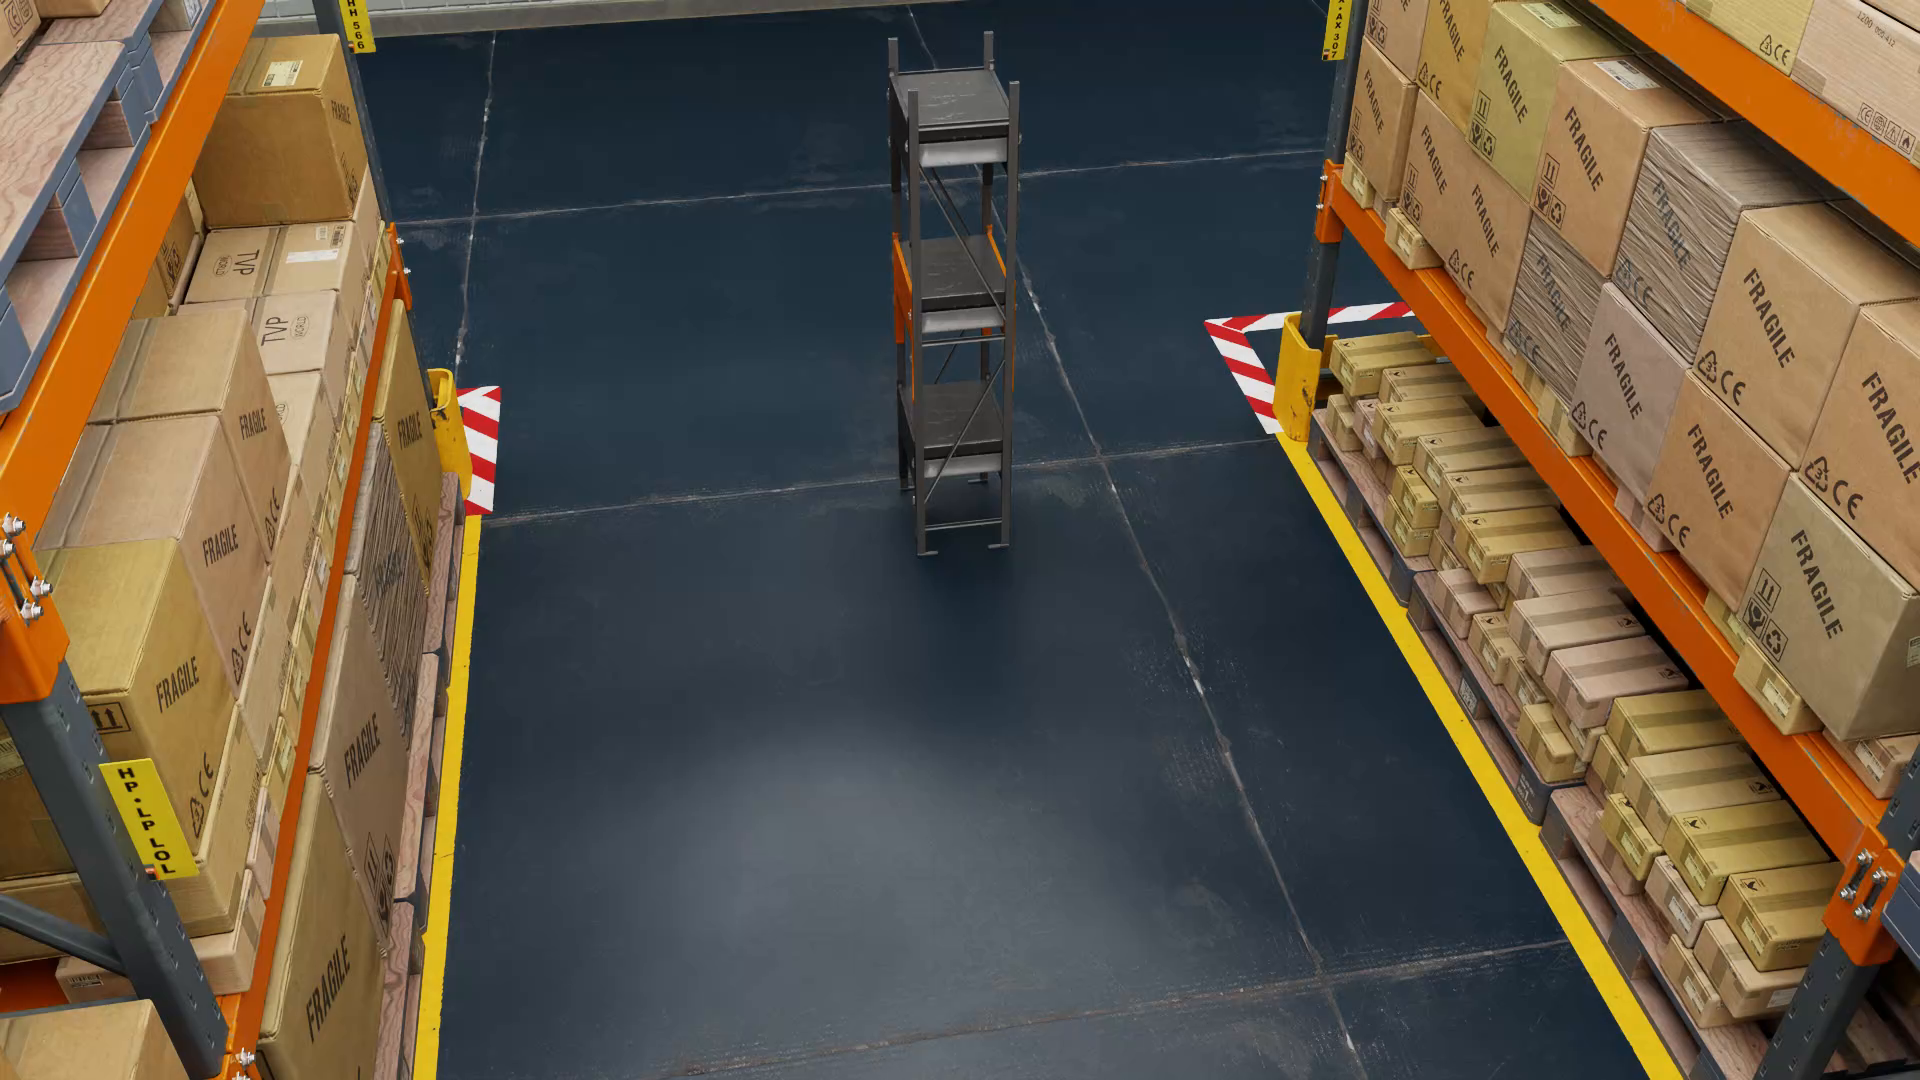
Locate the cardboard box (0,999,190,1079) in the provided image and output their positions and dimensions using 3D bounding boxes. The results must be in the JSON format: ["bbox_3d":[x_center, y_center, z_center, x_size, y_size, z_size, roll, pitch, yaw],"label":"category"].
[{"bbox_3d":[-1.754,1.250,3.115,0.500,0.500,0.500,-6,38,-8],"label":"cardboard box"}]

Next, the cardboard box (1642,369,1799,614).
[{"bbox_3d":[2.343,-0.169,4.698,0.500,0.500,0.500,-7,38,-9],"label":"cardboard box"}]

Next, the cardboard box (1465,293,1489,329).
[{"bbox_3d":[2.113,-0.896,6.164,0.380,0.149,0.250,-7,38,-8],"label":"cardboard box"}]

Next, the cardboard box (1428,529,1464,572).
[{"bbox_3d":[2.124,0.067,6.700,0.380,0.149,0.250,-6,38,-8],"label":"cardboard box"}]

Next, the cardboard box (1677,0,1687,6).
[{"bbox_3d":[2.193,-1.738,4.719,0.500,0.250,0.500,-6,38,-8],"label":"cardboard box"}]

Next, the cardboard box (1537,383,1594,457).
[{"bbox_3d":[2.171,-0.421,5.552,0.380,0.149,0.250,-6,38,-7],"label":"cardboard box"}]

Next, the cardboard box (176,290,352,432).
[{"bbox_3d":[-2.282,-0.560,5.406,0.500,0.250,0.500,-7,38,-9],"label":"cardboard box"}]

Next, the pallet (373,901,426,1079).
[{"bbox_3d":[-2.161,1.670,4.929,1.003,0.211,1.213,-6,38,-8],"label":"pallet"}]

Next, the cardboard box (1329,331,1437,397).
[{"bbox_3d":[1.852,-0.774,7.298,0.380,0.149,0.250,-8,39,-10],"label":"cardboard box"}]

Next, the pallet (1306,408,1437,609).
[{"bbox_3d":[2.216,-0.211,7.349,1.003,0.211,1.213,-6,38,-8],"label":"pallet"}]

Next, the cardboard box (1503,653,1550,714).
[{"bbox_3d":[2.231,0.534,6.100,0.380,0.149,0.250,-6,38,-7],"label":"cardboard box"}]

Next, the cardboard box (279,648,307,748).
[{"bbox_3d":[-1.970,0.445,4.438,0.380,0.149,0.250,-7,38,-9],"label":"cardboard box"}]

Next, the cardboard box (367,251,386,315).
[{"bbox_3d":[-2.372,-0.944,6.225,0.380,0.149,0.250,-6,38,-7],"label":"cardboard box"}]

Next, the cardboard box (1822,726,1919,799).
[{"bbox_3d":[2.516,0.516,4.346,0.380,0.149,0.250,-7,38,-8],"label":"cardboard box"}]

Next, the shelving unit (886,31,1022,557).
[{"bbox_3d":[-0.029,-0.929,6.735,0.431,2.100,0.503,-6,38,-8],"label":"shelving unit"}]

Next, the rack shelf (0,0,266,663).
[{"bbox_3d":[-2.455,-1.072,4.327,1.077,0.370,4.000,-6,38,-8],"label":"rack shelf"}]

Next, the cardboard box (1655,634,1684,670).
[{"bbox_3d":[2.785,0.375,6.061,0.380,0.149,0.250,-7,38,-8],"label":"cardboard box"}]

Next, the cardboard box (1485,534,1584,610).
[{"bbox_3d":[2.223,0.120,6.389,0.380,0.149,0.250,-4,38,-6],"label":"cardboard box"}]

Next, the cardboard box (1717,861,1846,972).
[{"bbox_3d":[2.478,1.102,4.883,0.380,0.149,0.250,-5,38,-7],"label":"cardboard box"}]

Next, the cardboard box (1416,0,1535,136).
[{"bbox_3d":[2.007,-1.800,5.983,0.500,0.500,0.500,-5,38,-7],"label":"cardboard box"}]

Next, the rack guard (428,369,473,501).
[{"bbox_3d":[-2.810,-0.407,7.367,1.175,0.500,0.348,-6,38,-8],"label":"rack guard"}]

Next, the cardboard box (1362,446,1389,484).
[{"bbox_3d":[1.998,-0.392,7.291,0.380,0.149,0.250,-6,38,-8],"label":"cardboard box"}]

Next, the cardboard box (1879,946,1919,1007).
[{"bbox_3d":[3.049,1.269,5.153,0.380,0.149,0.250,-8,39,-10],"label":"cardboard box"}]

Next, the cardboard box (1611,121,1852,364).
[{"bbox_3d":[2.276,-0.865,4.780,0.500,0.500,0.500,-5,38,-7],"label":"cardboard box"}]

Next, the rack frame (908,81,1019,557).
[{"bbox_3d":[0.014,-0.782,6.545,0.400,2.100,0.015,-6,38,-8],"label":"rack frame"}]

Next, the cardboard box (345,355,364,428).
[{"bbox_3d":[-2.239,-0.484,5.633,0.380,0.149,0.250,-7,38,-9],"label":"cardboard box"}]

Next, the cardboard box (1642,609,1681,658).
[{"bbox_3d":[2.696,0.265,5.961,0.380,0.149,0.250,-8,39,-10],"label":"cardboard box"}]

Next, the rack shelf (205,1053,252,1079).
[{"bbox_3d":[-1.754,2.528,2.137,1.077,0.370,4.000,-6,38,-8],"label":"rack shelf"}]

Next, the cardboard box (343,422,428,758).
[{"bbox_3d":[-2.455,0.221,5.910,0.875,0.875,0.875,-6,38,-8],"label":"cardboard box"}]

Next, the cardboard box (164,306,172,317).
[{"bbox_3d":[-2.805,-0.502,5.331,0.500,0.250,0.500,-7,38,-9],"label":"cardboard box"}]

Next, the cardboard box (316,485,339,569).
[{"bbox_3d":[-2.104,-0.020,5.036,0.380,0.149,0.250,-7,38,-9],"label":"cardboard box"}]

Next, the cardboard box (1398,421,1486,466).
[{"bbox_3d":[2.057,-0.356,7.002,0.380,0.149,0.250,-6,38,-7],"label":"cardboard box"}]

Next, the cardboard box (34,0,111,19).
[{"bbox_3d":[-2.343,-1.516,3.806,0.700,0.500,0.500,-5,38,-6],"label":"cardboard box"}]

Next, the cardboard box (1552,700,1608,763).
[{"bbox_3d":[2.293,0.614,5.753,0.380,0.149,0.250,-5,38,-7],"label":"cardboard box"}]

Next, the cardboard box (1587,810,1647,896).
[{"bbox_3d":[2.319,1.005,5.493,0.380,0.149,0.250,-7,38,-9],"label":"cardboard box"}]

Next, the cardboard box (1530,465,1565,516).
[{"bbox_3d":[2.507,-0.235,6.846,0.380,0.149,0.250,-7,38,-8],"label":"cardboard box"}]

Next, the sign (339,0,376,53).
[{"bbox_3d":[-2.269,-1.981,6.218,0.100,0.325,0.005,-6,38,-8],"label":"sign"}]

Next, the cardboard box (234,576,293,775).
[{"bbox_3d":[-2.011,0.365,4.215,0.500,0.250,0.500,-6,38,-8],"label":"cardboard box"}]

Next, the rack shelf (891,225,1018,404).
[{"bbox_3d":[-0.029,-0.918,6.743,0.431,0.518,0.480,-6,38,-8],"label":"rack shelf"}]

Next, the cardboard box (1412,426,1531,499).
[{"bbox_3d":[2.062,-0.314,6.705,0.380,0.149,0.250,-8,39,-10],"label":"cardboard box"}]

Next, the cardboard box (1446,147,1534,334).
[{"bbox_3d":[2.094,-1.091,5.885,0.500,0.500,0.500,-6,38,-7],"label":"cardboard box"}]

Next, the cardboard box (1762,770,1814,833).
[{"bbox_3d":[2.837,0.866,5.429,0.380,0.149,0.250,-6,38,-8],"label":"cardboard box"}]

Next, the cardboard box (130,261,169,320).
[{"bbox_3d":[-2.803,-0.801,5.105,0.500,0.500,0.500,-7,38,-9],"label":"cardboard box"}]

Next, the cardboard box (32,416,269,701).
[{"bbox_3d":[-2.016,0.067,3.988,0.500,0.500,0.500,-6,38,-8],"label":"cardboard box"}]

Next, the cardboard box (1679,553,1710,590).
[{"bbox_3d":[2.398,0.041,4.957,0.380,0.149,0.250,-7,38,-9],"label":"cardboard box"}]

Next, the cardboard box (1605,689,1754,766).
[{"bbox_3d":[2.374,0.637,5.481,0.380,0.149,0.250,-5,38,-6],"label":"cardboard box"}]

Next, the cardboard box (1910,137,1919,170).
[{"bbox_3d":[2.444,-0.829,3.549,0.500,0.250,0.500,-5,38,-7],"label":"cardboard box"}]

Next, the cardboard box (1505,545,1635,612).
[{"bbox_3d":[2.241,0.160,6.095,0.380,0.149,0.250,-6,38,-8],"label":"cardboard box"}]

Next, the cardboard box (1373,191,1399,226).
[{"bbox_3d":[1.914,-1.373,6.777,0.380,0.149,0.250,-5,38,-6],"label":"cardboard box"}]

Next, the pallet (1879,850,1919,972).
[{"bbox_3d":[2.787,1.117,3.524,1.003,0.211,1.213,-6,38,-8],"label":"pallet"}]

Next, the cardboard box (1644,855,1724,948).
[{"bbox_3d":[2.368,1.088,5.143,0.380,0.149,0.250,-8,39,-10],"label":"cardboard box"}]

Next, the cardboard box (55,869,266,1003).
[{"bbox_3d":[-1.829,0.921,3.824,0.380,0.149,0.250,-6,38,-8],"label":"cardboard box"}]
